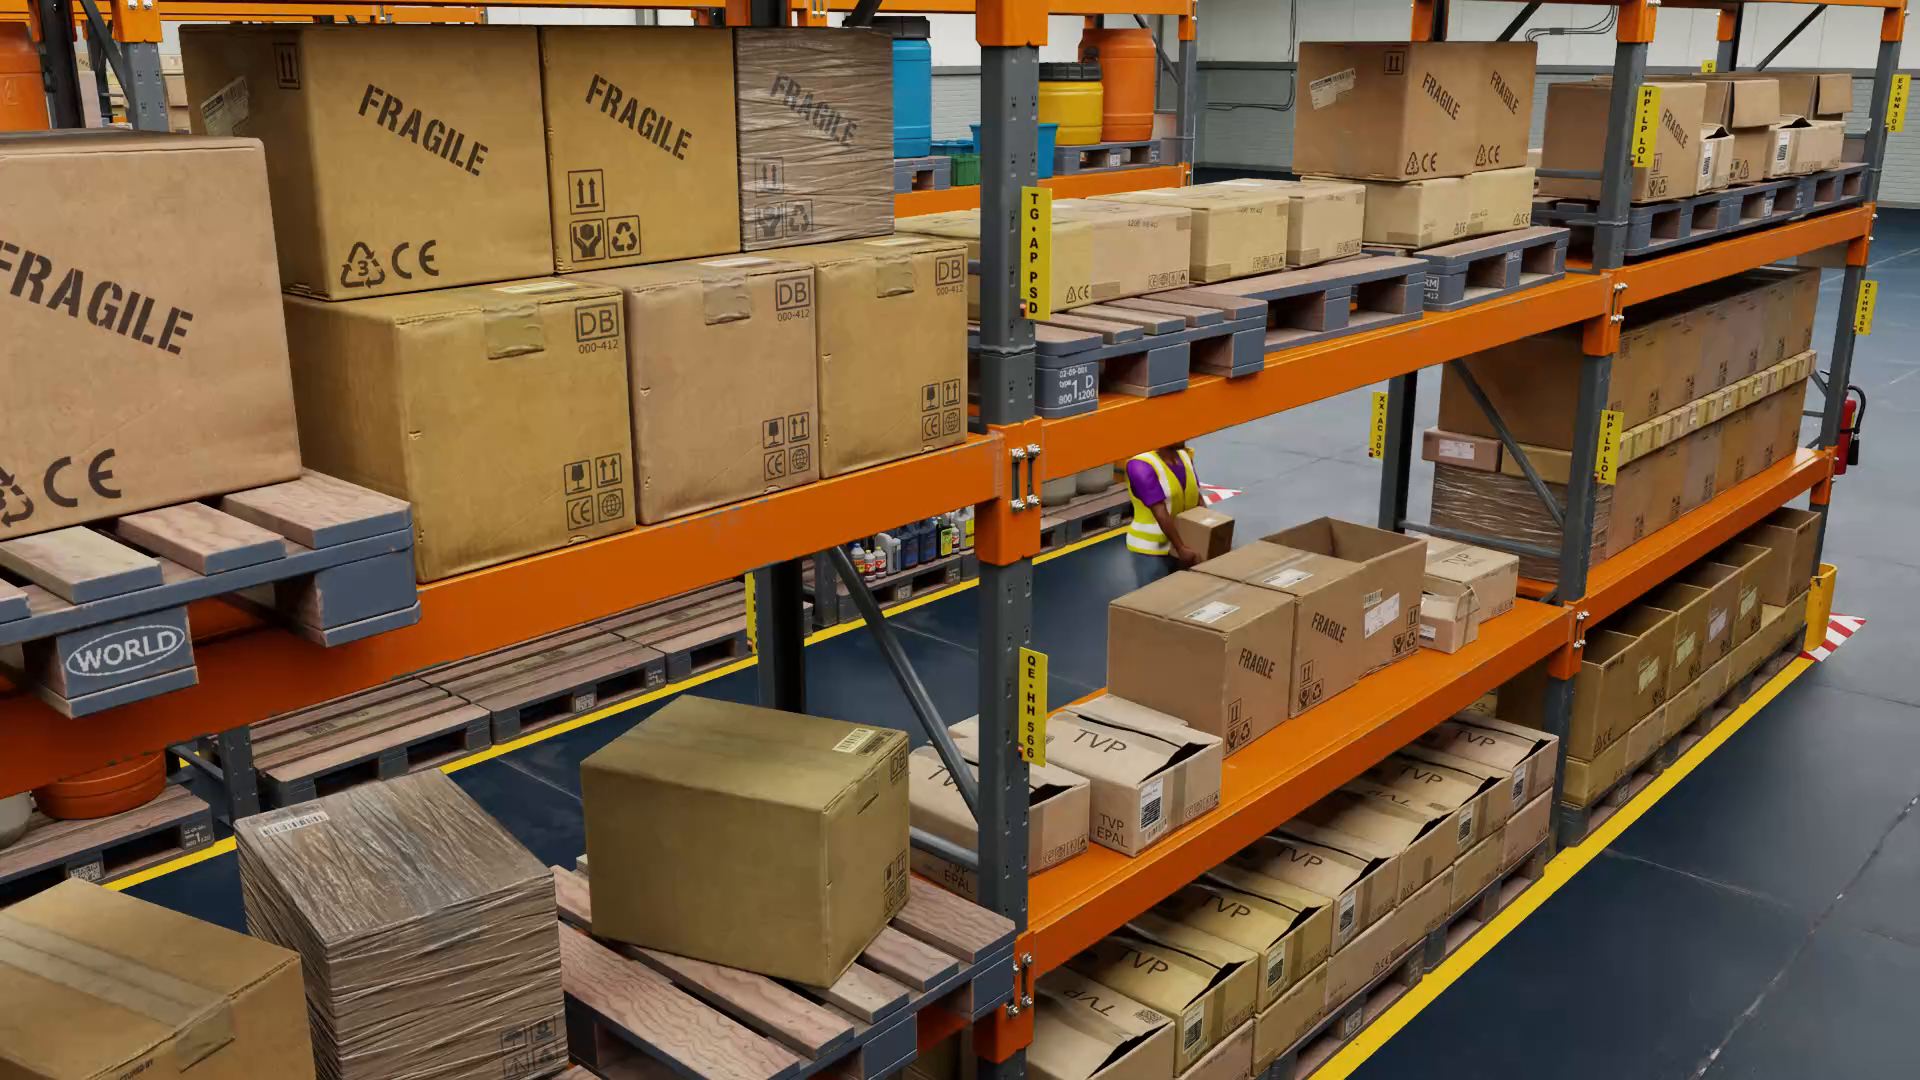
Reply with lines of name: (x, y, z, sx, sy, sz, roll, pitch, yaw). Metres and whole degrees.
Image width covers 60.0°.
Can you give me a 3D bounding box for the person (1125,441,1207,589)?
person: (1.274, 0.077, 9.750, 0.559, 1.763, 0.505, 14, 22, 40)
